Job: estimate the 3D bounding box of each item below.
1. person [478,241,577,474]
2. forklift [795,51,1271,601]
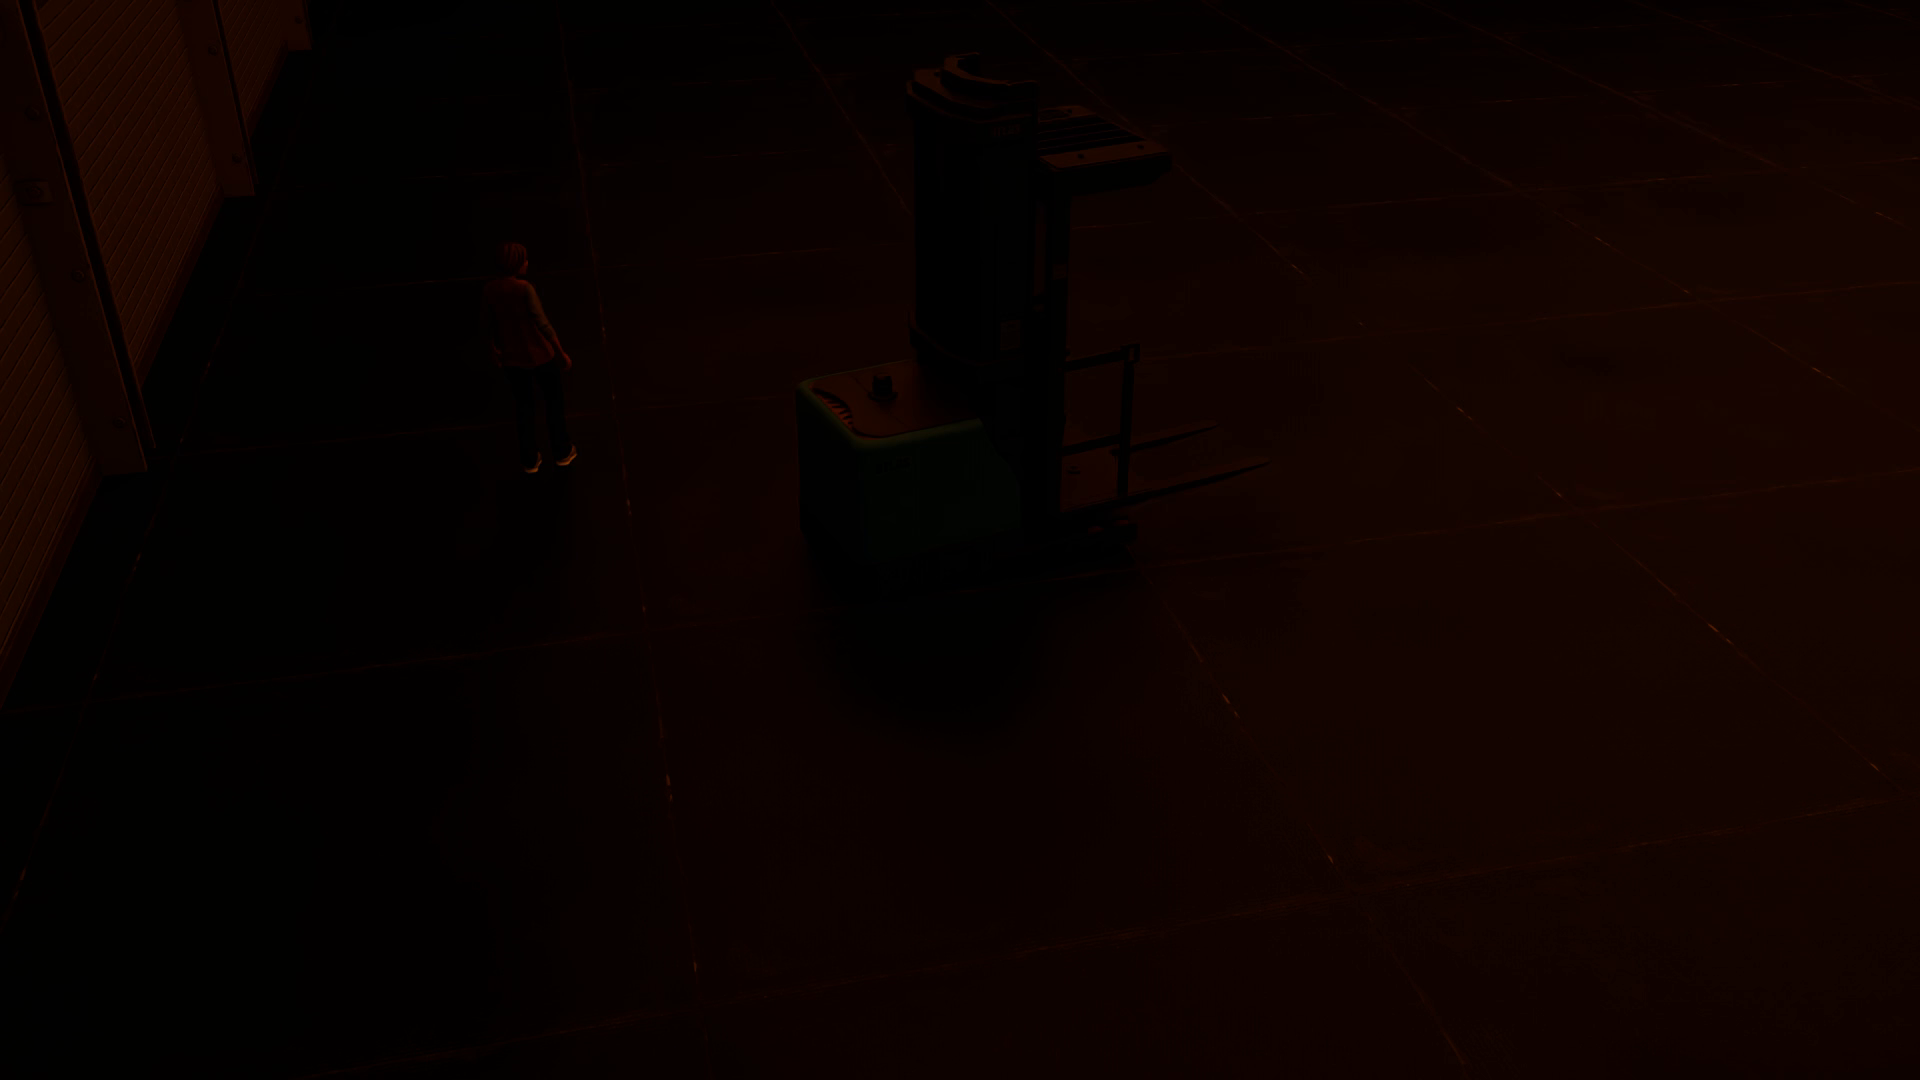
[{"bbox_3d":[-2.844,-1.208,11.017,0.595,1.578,0.430,5,30,9],"label":"person"},{"bbox_3d":[0.545,-1.410,10.010,3.031,2.935,1.130,-14,33,-23],"label":"forklift"}]
